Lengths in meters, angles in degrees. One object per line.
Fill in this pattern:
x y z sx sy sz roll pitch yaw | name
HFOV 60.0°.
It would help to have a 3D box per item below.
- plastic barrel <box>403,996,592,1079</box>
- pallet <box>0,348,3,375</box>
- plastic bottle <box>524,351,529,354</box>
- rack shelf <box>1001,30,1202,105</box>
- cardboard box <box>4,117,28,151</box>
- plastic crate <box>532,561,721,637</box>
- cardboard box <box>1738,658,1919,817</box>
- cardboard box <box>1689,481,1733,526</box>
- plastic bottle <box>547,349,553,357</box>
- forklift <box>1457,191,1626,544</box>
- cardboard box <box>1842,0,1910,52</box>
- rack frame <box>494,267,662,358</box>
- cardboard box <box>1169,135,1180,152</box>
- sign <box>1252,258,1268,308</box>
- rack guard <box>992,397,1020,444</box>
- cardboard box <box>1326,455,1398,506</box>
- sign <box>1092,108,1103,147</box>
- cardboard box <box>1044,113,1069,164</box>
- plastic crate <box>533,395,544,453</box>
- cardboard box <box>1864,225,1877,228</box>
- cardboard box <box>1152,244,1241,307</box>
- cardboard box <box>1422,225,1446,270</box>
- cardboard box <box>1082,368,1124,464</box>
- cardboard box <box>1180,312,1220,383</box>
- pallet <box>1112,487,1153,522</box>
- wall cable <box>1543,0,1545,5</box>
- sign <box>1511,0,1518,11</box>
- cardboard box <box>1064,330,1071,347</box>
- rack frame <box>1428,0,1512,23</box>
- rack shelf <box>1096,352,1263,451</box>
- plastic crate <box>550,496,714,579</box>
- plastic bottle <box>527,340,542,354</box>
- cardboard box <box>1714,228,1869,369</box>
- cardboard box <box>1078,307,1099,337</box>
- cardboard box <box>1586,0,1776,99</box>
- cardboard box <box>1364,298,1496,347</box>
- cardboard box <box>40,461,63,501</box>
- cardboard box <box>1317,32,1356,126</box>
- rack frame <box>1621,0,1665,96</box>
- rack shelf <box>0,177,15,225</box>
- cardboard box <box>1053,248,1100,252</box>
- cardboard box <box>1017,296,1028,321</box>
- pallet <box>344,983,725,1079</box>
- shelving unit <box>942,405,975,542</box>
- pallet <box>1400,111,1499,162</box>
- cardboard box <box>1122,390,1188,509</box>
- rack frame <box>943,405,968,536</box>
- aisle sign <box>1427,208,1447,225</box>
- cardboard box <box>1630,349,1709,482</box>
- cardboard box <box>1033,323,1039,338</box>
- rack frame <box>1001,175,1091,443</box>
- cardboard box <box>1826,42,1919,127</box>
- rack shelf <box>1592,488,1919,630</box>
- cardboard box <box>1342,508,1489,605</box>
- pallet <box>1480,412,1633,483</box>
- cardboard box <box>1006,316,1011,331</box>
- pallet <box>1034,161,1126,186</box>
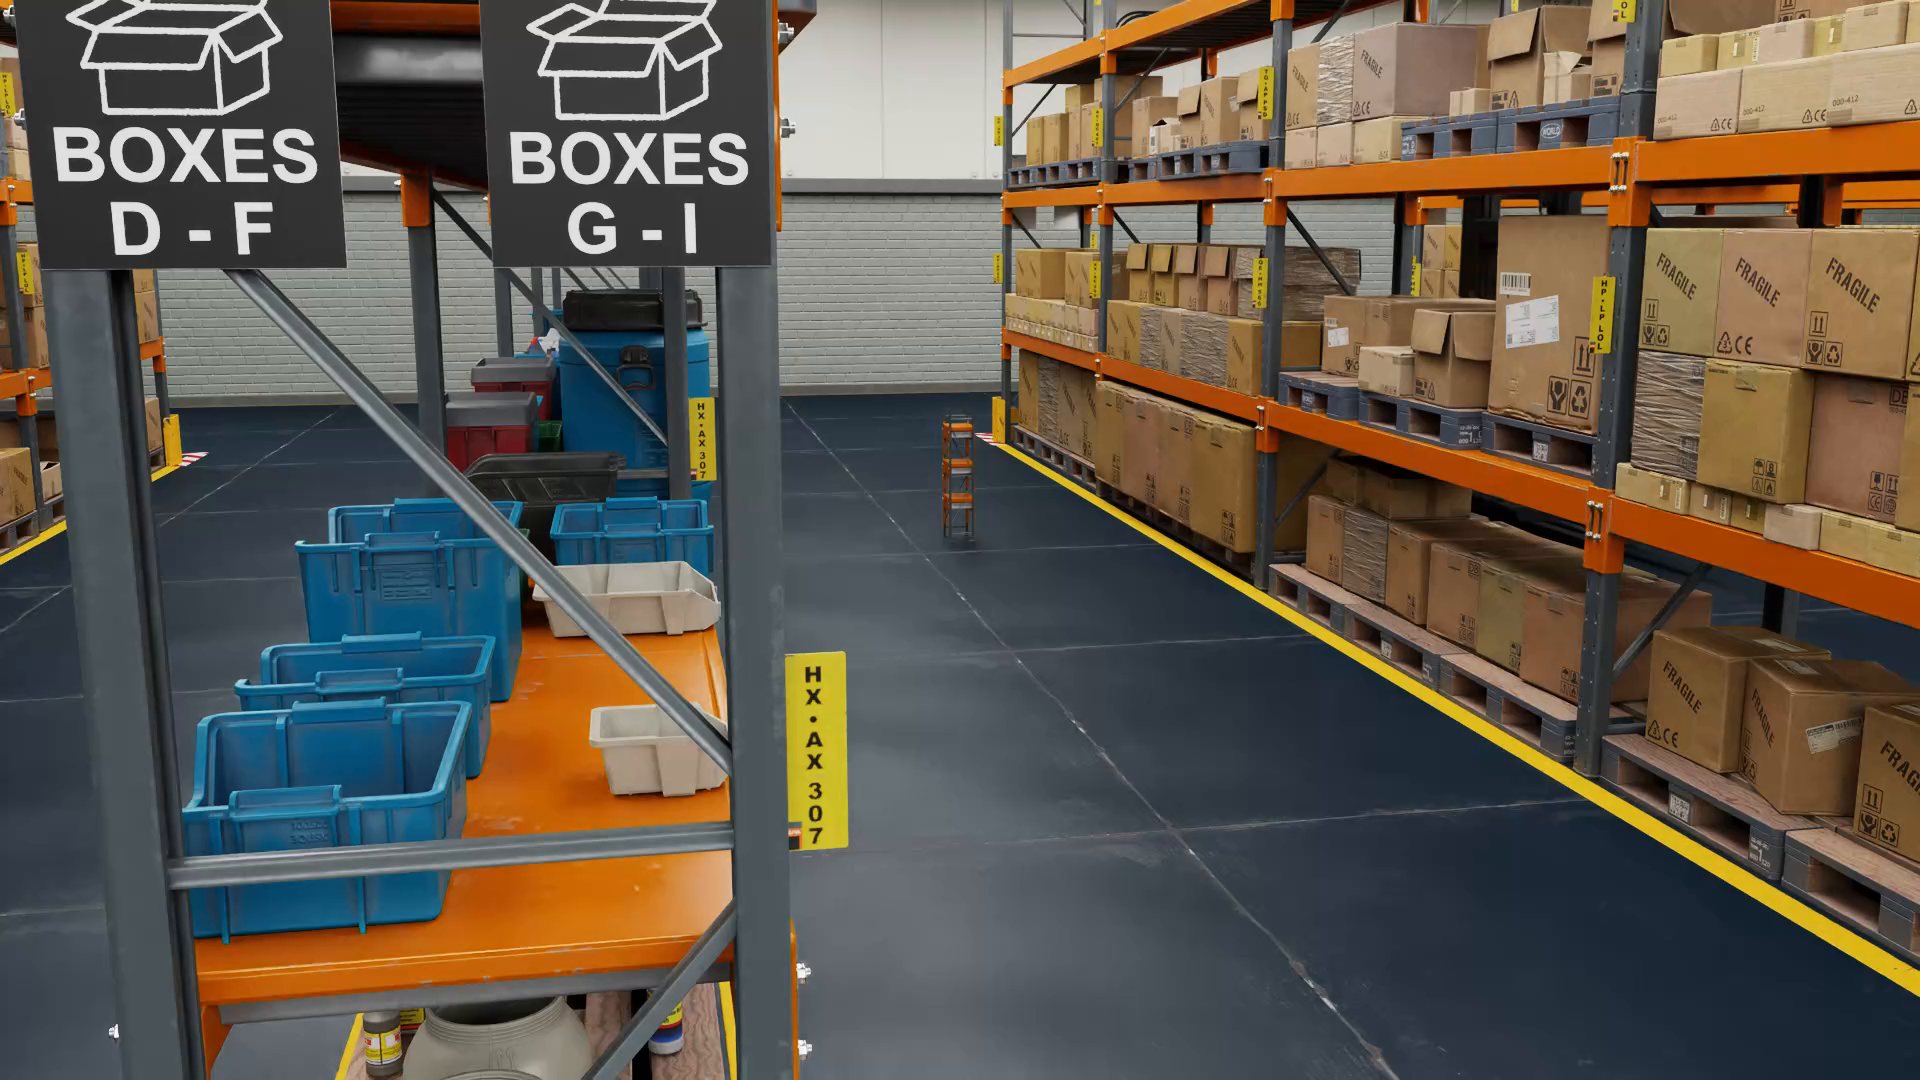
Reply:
-1.071 1.300 3.875 0.421 0.512 0.421 0 11 0 | plastic barrel
-7.916 -1.283 12.427 1.003 0.211 1.213 -2 11 -11 | pallet
-3.046 -1.184 11.709 0.061 0.283 0.133 -2 11 -11 | plastic bottle
1.365 -4.651 16.560 1.077 0.370 4.000 -2 11 -11 | rack shelf
-7.815 -3.271 13.403 0.500 0.250 0.500 -2 11 -11 | cardboard box
-0.985 0.178 4.942 0.530 0.136 0.437 -2 11 -11 | plastic crate
3.467 0.781 6.631 0.500 0.500 0.500 1 11 7 | cardboard box
3.168 -0.155 6.660 0.380 0.149 0.250 -2 11 -11 | cardboard box
-2.941 -1.224 11.915 0.061 0.283 0.133 -2 11 -11 | plastic bottle
4.596 -1.453 12.993 1.130 2.935 3.031 -2 11 -12 | forklift
3.277 -1.752 5.694 0.380 0.149 0.250 -2 11 -12 | cardboard box
-2.327 -0.973 10.288 1.000 3.000 0.127 -2 11 -11 | rack frame
1.896 -3.165 13.329 0.380 0.149 0.250 -3 11 -13 | cardboard box
1.988 -1.702 11.017 0.100 0.325 0.005 -2 11 -11 | sign
0.971 -1.397 19.200 1.175 0.500 0.348 -2 11 -11 | rack guard
2.691 -0.388 10.717 0.500 0.250 0.500 -2 11 -9 | cardboard box
1.209 -3.633 14.645 0.100 0.325 0.005 -2 11 -11 | sign
1.269 -4.105 17.060 0.700 0.500 0.500 -3 11 -15 | cardboard box
-2.069 -0.423 7.439 0.392 0.384 0.575 -2 11 -11 | plastic crate
10.724 -3.574 19.274 0.380 0.149 0.250 -2 11 -10 | cardboard box
2.008 -2.186 13.708 0.797 0.503 0.637 -2 11 -10 | cardboard box
5.687 -3.377 19.180 0.500 0.500 0.500 -2 11 -11 | cardboard box
1.704 -1.174 15.900 0.875 0.875 0.875 -2 11 -11 | cardboard box
1.997 -1.471 12.635 0.500 0.500 0.500 -2 11 -13 | cardboard box
1.978 -0.379 14.621 1.003 0.211 1.213 -2 11 -11 | pallet
10.052 -6.988 25.844 2.355 3.000 0.029 -2 11 -11 | wall cable
6.409 -6.283 19.217 0.100 0.325 0.005 -2 11 -11 | sign
1.223 -1.949 16.087 0.380 0.149 0.250 -2 11 -10 | cardboard box
5.860 -5.730 19.233 1.000 3.000 0.127 -2 11 -11 | rack frame
2.143 -1.167 13.229 1.077 0.370 4.000 -2 11 -11 | rack shelf
-1.067 0.026 5.433 0.499 0.251 0.616 -2 11 -11 | plastic crate
-3.036 -1.248 11.864 0.144 0.351 0.185 -2 11 -11 | plastic bottle
3.246 -0.923 6.286 0.500 0.500 0.500 -2 11 -11 | cardboard box
1.410 -2.031 15.451 0.500 0.250 0.500 -2 11 -12 | cardboard box
3.315 -2.240 7.523 0.797 0.503 0.637 -3 11 -14 | cardboard box
2.882 -1.213 10.154 0.700 0.500 0.500 0 11 -3 | cardboard box
-7.834 -0.508 13.856 0.500 0.311 0.500 -2 11 -11 | cardboard box
2.466 -2.733 9.907 0.500 0.500 0.500 -2 11 -11 | cardboard box
3.309 -3.367 6.819 1.000 3.000 0.127 -2 11 -11 | rack frame
-7.575 -2.281 11.060 1.077 0.370 4.000 -2 11 -11 | rack shelf
1.328 -2.982 18.440 0.500 0.500 0.500 -2 11 -10 | cardboard box
0.912 -2.500 17.916 0.500 0.250 0.500 -2 11 -12 | cardboard box
-1.218 1.479 4.861 1.003 0.211 1.213 -2 11 -11 | pallet
-0.010 -0.526 13.150 0.215 1.050 0.252 -2 11 -11 | shelving unit
3.089 -2.108 8.731 1.213 0.211 1.003 -2 11 -11 | pallet
2.072 -0.769 13.775 1.225 0.875 0.875 -3 11 -13 | cardboard box
-0.034 -0.548 13.267 0.200 1.050 0.008 -2 11 -11 | rack frame
5.552 -4.062 19.564 0.394 0.787 0.004 -2 11 -11 | aisle sign
3.336 -0.530 6.898 0.875 0.500 0.500 -2 11 -11 | cardboard box
0.973 -2.185 17.323 0.380 0.149 0.250 -2 11 -12 | cardboard box
0.976 -2.621 18.943 1.000 3.000 0.127 -2 11 -11 | rack frame
3.340 -1.540 5.642 0.500 0.250 0.500 -3 11 -13 | cardboard box
3.698 0.300 5.520 1.077 0.370 4.000 -2 11 -11 | rack shelf
2.802 0.082 10.253 0.700 0.500 0.500 -3 11 -16 | cardboard box
3.304 -0.471 8.162 1.003 0.211 1.213 -2 11 -11 | pallet
0.721 -2.420 18.562 0.380 0.149 0.250 -2 11 -10 | cardboard box
1.371 -3.691 16.780 1.003 0.211 1.213 -2 11 -11 | pallet
